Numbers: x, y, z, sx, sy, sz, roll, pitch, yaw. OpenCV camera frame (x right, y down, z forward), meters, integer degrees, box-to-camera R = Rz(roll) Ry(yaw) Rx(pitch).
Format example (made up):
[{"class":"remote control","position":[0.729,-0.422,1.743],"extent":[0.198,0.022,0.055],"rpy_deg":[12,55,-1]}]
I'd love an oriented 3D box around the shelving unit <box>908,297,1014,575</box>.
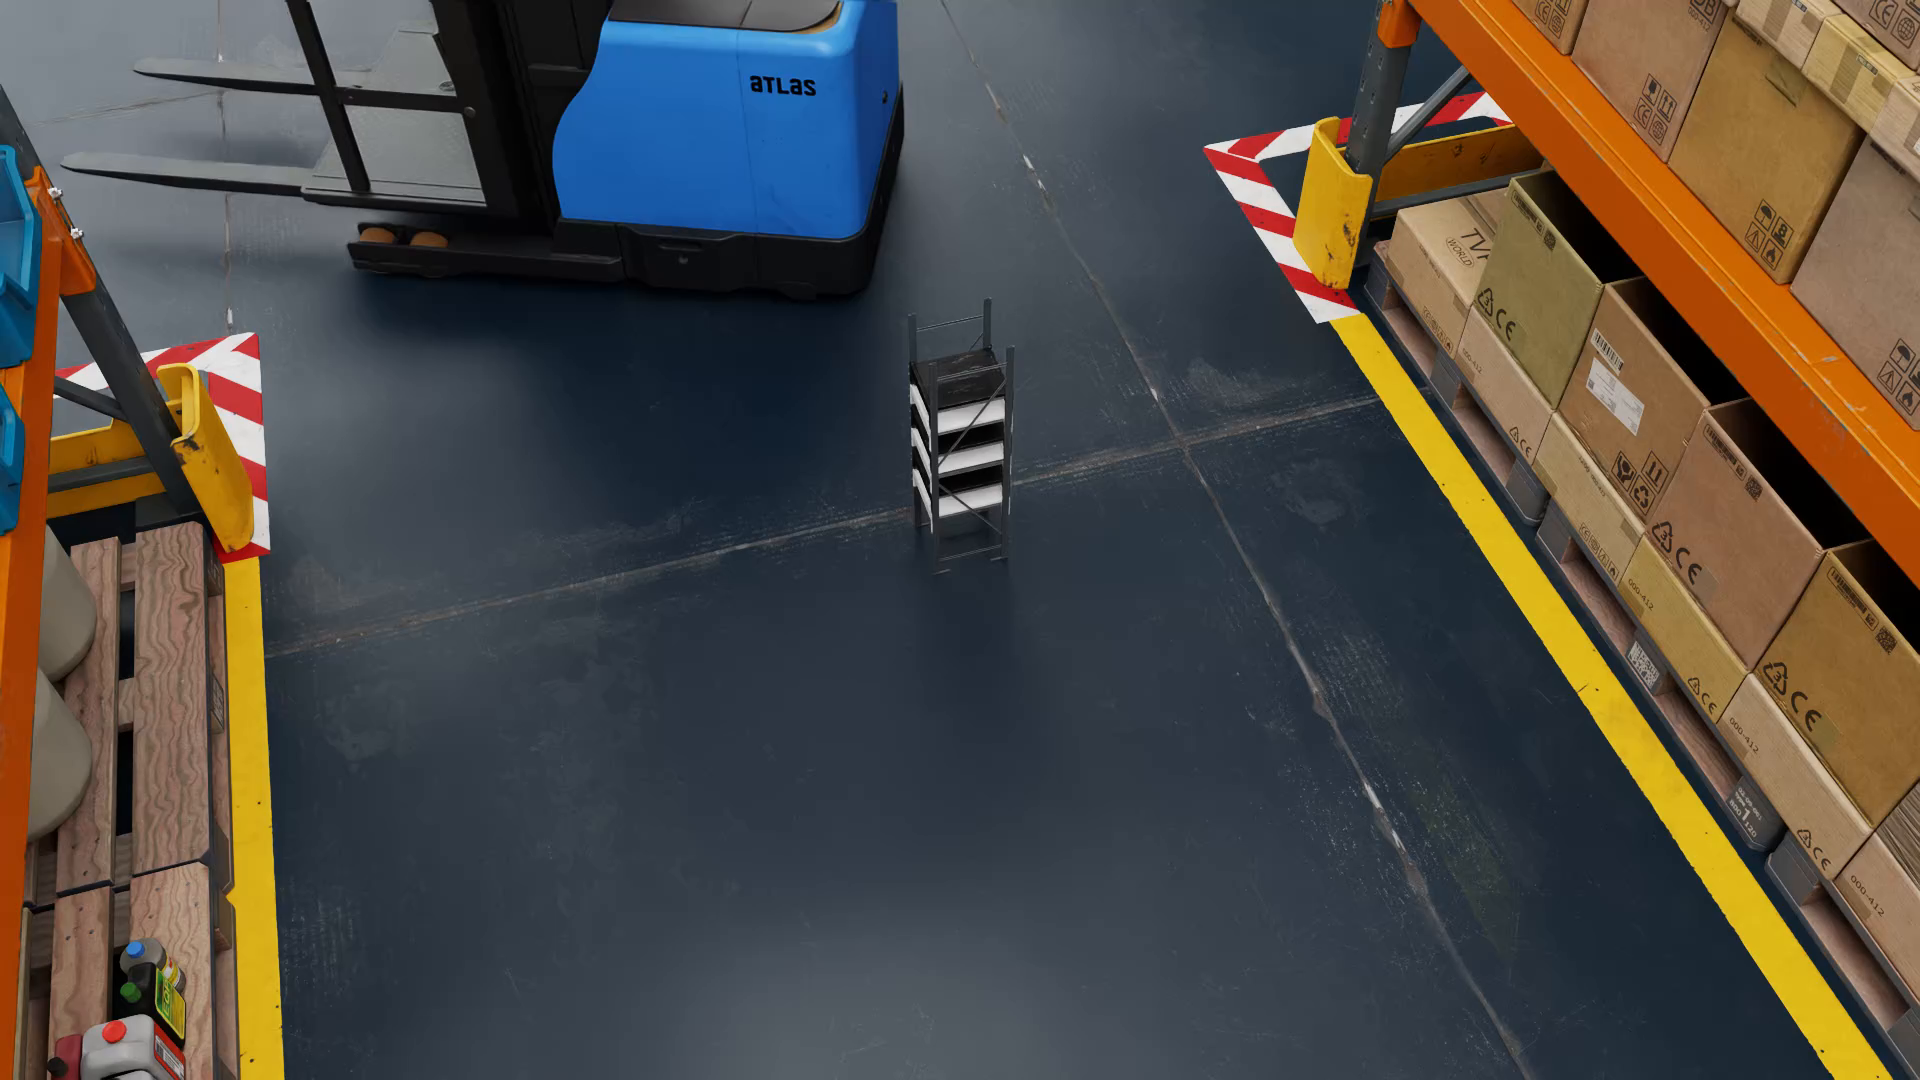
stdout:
[{"class":"shelving unit","position":[-10.164,-11.825,13.191],"extent":[11.303,3.100,33.289],"rpy_deg":[-13,51,-11]}]

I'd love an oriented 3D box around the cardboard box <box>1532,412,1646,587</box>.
[{"class":"cardboard box","position":[2.082,-0.177,4.961],"extent":[0.500,0.250,0.500],"rpy_deg":[-13,51,-11]}]

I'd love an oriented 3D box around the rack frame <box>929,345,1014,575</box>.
[{"class":"rack frame","position":[0.032,-0.210,4.838],"extent":[0.240,0.900,0.006],"rpy_deg":[-13,51,-11]}]

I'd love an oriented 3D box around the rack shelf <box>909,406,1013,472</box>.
[{"class":"rack shelf","position":[0.002,-0.321,4.858],"extent":[0.258,0.077,0.200],"rpy_deg":[-13,51,-11]}]

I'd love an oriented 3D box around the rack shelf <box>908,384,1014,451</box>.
[{"class":"rack shelf","position":[0.002,-0.379,4.789],"extent":[0.258,0.077,0.200],"rpy_deg":[-13,51,-11]}]

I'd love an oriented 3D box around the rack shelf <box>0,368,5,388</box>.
[{"class":"rack shelf","position":[-2.305,0.647,3.085],"extent":[0.919,0.124,3.809],"rpy_deg":[-13,51,-11]}]

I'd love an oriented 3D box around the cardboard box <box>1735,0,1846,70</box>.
[{"class":"cardboard box","position":[2.054,-1.252,3.854],"extent":[0.380,0.149,0.250],"rpy_deg":[-15,51,-12]}]

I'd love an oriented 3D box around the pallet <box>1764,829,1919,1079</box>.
[{"class":"pallet","position":[2.825,1.130,4.159],"extent":[1.003,0.211,1.213],"rpy_deg":[-13,51,-11]}]

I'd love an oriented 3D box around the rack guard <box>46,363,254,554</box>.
[{"class":"rack guard","position":[-2.829,-0.132,5.034],"extent":[1.175,0.500,0.348],"rpy_deg":[-13,51,-11]}]

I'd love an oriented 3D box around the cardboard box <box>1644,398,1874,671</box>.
[{"class":"cardboard box","position":[2.224,-0.052,4.365],"extent":[0.500,0.500,0.500],"rpy_deg":[-13,51,-11]}]

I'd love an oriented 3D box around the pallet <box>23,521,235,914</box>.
[{"class":"pallet","position":[-2.594,0.556,4.643],"extent":[1.003,0.211,1.213],"rpy_deg":[-13,51,-11]}]

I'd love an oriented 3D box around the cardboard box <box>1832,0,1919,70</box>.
[{"class":"cardboard box","position":[2.289,-1.417,3.568],"extent":[0.700,0.500,0.500],"rpy_deg":[-13,51,-11]}]

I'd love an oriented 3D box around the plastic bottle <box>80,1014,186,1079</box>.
[{"class":"plastic bottle","position":[-1.886,1.186,3.782],"extent":[0.152,0.276,0.135],"rpy_deg":[-13,51,-11]}]

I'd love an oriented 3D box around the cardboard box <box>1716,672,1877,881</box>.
[{"class":"cardboard box","position":[2.373,0.554,4.345],"extent":[0.500,0.250,0.500],"rpy_deg":[-13,51,-11]}]

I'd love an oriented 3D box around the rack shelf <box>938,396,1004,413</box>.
[{"class":"rack shelf","position":[0.002,-0.446,4.709],"extent":[0.199,0.015,0.184],"rpy_deg":[-13,51,-11]}]

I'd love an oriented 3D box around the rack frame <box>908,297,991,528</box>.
[{"class":"rack frame","position":[-0.028,-0.358,4.964],"extent":[0.240,0.900,0.006],"rpy_deg":[-13,51,-11]}]

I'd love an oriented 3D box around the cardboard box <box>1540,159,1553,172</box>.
[{"class":"cardboard box","position":[2.280,-1.266,5.389],"extent":[0.500,0.500,0.500],"rpy_deg":[-13,51,-11]}]

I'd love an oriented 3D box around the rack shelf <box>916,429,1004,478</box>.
[{"class":"rack shelf","position":[0.002,-0.276,4.911],"extent":[0.221,0.026,0.190],"rpy_deg":[-13,51,-11]}]

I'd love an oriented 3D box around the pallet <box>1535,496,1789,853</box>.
[{"class":"pallet","position":[2.460,0.238,4.911],"extent":[1.003,0.211,1.213],"rpy_deg":[-13,51,-11]}]

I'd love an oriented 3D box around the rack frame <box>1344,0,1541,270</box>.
[{"class":"rack frame","position":[1.837,-2.100,5.058],"extent":[1.000,3.000,0.127],"rpy_deg":[-13,51,-11]}]

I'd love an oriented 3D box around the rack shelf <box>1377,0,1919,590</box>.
[{"class":"rack shelf","position":[2.428,-0.407,4.102],"extent":[1.077,0.370,4.000],"rpy_deg":[-13,51,-11]}]

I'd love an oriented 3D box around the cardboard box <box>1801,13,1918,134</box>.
[{"class":"cardboard box","position":[2.130,-1.065,3.697],"extent":[0.380,0.149,0.250],"rpy_deg":[-14,51,-11]}]

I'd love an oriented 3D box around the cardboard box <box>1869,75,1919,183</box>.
[{"class":"cardboard box","position":[2.201,-0.883,3.543],"extent":[0.380,0.149,0.250],"rpy_deg":[-13,51,-11]}]

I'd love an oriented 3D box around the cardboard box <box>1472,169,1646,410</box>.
[{"class":"cardboard box","position":[1.933,-0.784,4.982],"extent":[0.500,0.500,0.500],"rpy_deg":[-13,51,-11]}]

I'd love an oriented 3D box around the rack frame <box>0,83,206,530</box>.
[{"class":"rack frame","position":[-2.896,-0.982,4.116],"extent":[1.000,3.000,0.127],"rpy_deg":[-13,51,-11]}]

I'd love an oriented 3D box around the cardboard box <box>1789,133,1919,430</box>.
[{"class":"cardboard box","position":[2.423,-0.658,3.777],"extent":[0.700,0.500,0.500],"rpy_deg":[-12,51,-10]}]

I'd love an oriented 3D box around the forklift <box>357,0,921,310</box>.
[{"class":"forklift","position":[-1.720,-2.323,5.292],"extent":[3.031,2.935,1.130],"rpy_deg":[8,50,7]}]

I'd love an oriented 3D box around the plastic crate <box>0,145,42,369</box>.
[{"class":"plastic crate","position":[-2.462,-0.637,3.922],"extent":[0.499,0.251,0.616],"rpy_deg":[-13,51,-11]}]

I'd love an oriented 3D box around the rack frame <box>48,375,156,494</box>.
[{"class":"rack frame","position":[-2.899,-0.982,4.116],"extent":[0.949,2.616,0.053],"rpy_deg":[-13,51,-11]}]

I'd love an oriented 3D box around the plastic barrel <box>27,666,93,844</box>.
[{"class":"plastic barrel","position":[-2.480,0.514,4.208],"extent":[0.421,0.512,0.421],"rpy_deg":[0,50,0]}]

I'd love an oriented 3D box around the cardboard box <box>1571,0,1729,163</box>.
[{"class":"cardboard box","position":[2.123,-1.406,4.408],"extent":[0.700,0.500,0.500],"rpy_deg":[-12,51,-10]}]

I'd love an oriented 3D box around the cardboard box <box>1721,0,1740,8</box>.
[{"class":"cardboard box","position":[1.973,-1.446,4.018],"extent":[0.380,0.149,0.250],"rpy_deg":[-14,51,-12]}]

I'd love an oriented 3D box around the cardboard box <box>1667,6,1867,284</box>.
[{"class":"cardboard box","position":[2.264,-1.042,4.101],"extent":[0.700,0.500,0.500],"rpy_deg":[-13,51,-11]}]

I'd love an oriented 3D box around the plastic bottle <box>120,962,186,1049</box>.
[{"class":"plastic bottle","position":[-1.882,1.075,3.871],"extent":[0.061,0.283,0.133],"rpy_deg":[-12,51,-10]}]

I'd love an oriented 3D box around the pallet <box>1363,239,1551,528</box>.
[{"class":"pallet","position":[2.103,-0.652,5.661],"extent":[1.003,0.211,1.213],"rpy_deg":[-13,51,-11]}]

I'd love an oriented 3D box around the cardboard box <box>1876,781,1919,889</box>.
[{"class":"cardboard box","position":[2.537,0.674,3.753],"extent":[0.500,0.500,0.500],"rpy_deg":[-13,51,-11]}]

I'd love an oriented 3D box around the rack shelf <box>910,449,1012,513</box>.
[{"class":"rack shelf","position":[-10.165,-11.826,13.193],"extent":[11.303,3.100,33.284],"rpy_deg":[-13,51,-11]}]

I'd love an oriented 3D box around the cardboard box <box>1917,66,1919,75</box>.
[{"class":"cardboard box","position":[2.437,-1.051,3.260],"extent":[0.700,0.500,0.500],"rpy_deg":[-13,51,-11]}]

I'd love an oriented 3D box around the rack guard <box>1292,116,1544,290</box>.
[{"class":"rack guard","position":[1.830,-1.311,6.029],"extent":[1.175,0.500,0.348],"rpy_deg":[-13,51,-11]}]

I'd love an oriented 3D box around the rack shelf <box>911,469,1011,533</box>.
[{"class":"rack shelf","position":[0.002,-0.147,5.064],"extent":[0.258,0.077,0.200],"rpy_deg":[-13,51,-11]}]
